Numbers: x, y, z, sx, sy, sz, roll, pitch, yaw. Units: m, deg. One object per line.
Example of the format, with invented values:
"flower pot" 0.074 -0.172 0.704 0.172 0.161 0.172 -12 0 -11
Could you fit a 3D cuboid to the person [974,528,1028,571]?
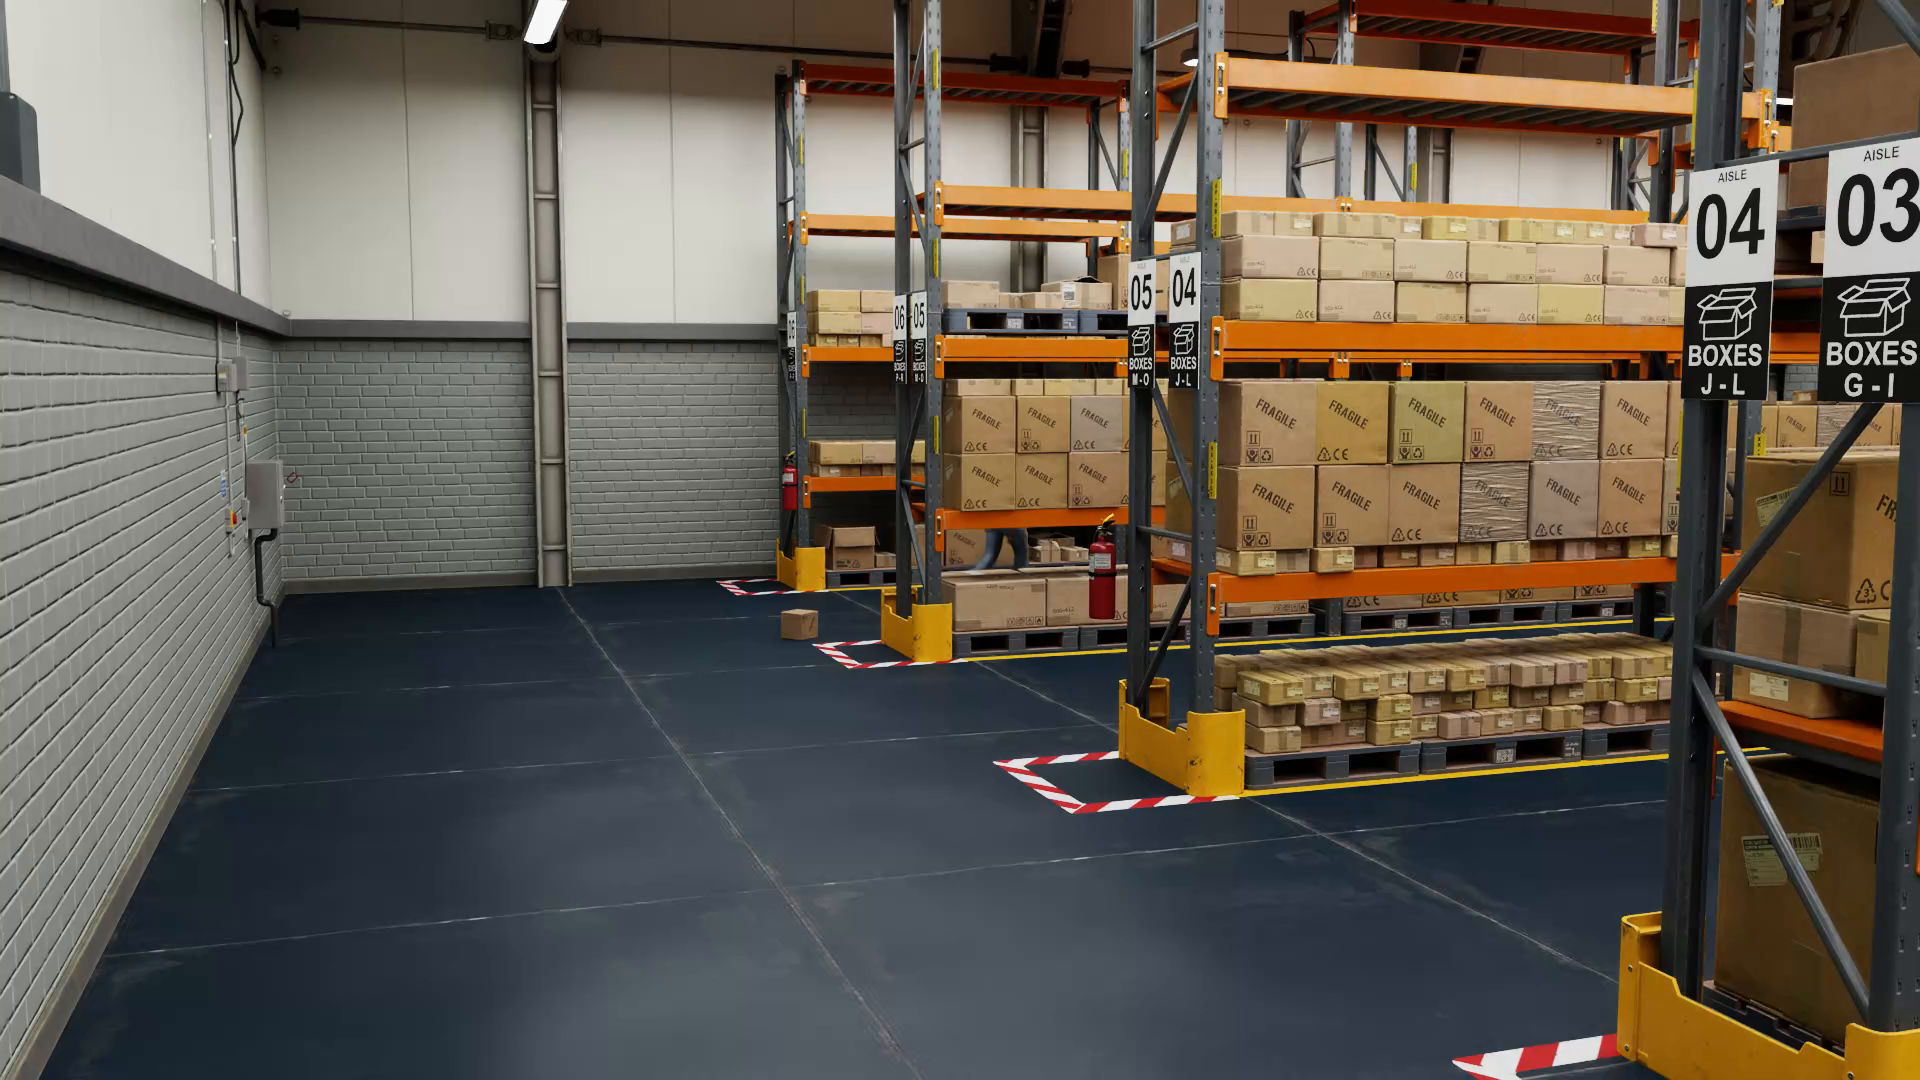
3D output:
"person" 0.469 -0.203 18.242 0.562 1.728 1.019 5 7 38
